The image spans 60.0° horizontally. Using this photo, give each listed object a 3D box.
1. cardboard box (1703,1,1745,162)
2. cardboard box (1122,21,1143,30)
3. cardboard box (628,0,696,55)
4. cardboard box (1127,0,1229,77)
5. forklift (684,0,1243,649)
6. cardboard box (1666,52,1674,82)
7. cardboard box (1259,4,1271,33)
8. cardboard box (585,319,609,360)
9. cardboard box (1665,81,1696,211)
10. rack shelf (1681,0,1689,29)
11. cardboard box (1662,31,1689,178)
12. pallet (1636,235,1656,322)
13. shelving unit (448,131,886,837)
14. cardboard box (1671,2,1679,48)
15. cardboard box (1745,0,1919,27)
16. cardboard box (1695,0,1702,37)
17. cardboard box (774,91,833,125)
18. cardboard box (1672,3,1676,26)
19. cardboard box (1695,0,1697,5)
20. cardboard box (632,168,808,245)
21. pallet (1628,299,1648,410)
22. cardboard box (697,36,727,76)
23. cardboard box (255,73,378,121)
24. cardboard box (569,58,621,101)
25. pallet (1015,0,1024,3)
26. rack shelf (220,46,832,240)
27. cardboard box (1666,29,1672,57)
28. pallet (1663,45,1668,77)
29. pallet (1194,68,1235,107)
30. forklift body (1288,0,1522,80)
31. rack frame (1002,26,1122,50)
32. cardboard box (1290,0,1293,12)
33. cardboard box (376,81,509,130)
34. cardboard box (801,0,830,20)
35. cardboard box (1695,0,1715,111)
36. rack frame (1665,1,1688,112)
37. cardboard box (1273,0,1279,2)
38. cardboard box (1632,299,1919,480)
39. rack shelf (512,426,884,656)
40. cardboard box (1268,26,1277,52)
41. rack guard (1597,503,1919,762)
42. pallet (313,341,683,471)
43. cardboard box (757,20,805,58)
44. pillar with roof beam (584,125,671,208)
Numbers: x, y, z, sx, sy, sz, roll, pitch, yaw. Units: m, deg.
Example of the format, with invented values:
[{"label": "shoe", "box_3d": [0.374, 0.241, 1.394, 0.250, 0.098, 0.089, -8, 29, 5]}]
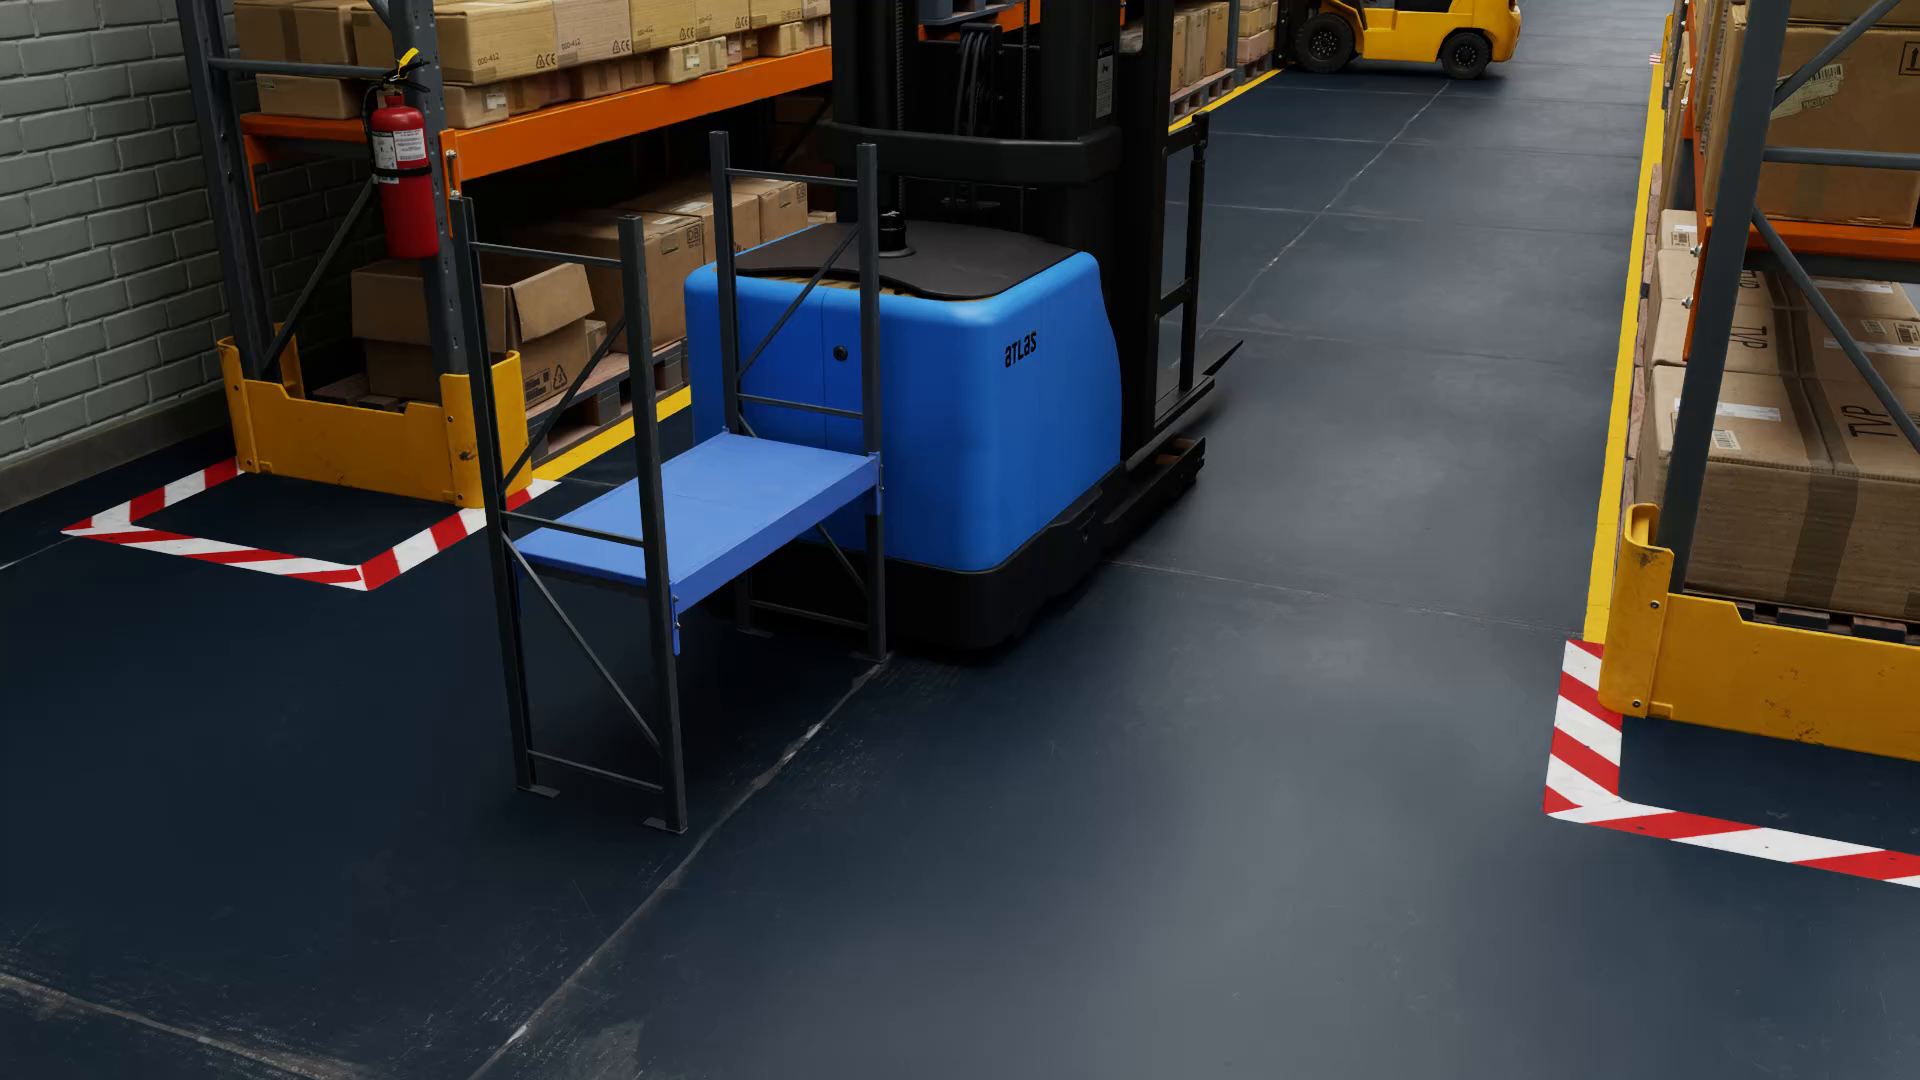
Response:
[{"label": "cardboard box", "box_3d": [2.519, -1.332, 4.917, 0.500, 0.500, 0.500, 8, 24, 19]}, {"label": "cardboard box", "box_3d": [1.226, -4.024, 14.028, 0.875, 0.625, 0.625, 10, 25, 22]}, {"label": "cardboard box", "box_3d": [-1.434, -2.161, 6.841, 0.500, 0.250, 0.500, 8, 24, 19]}, {"label": "cardboard box", "box_3d": [2.049, -4.811, 15.912, 0.875, 0.625, 0.625, 10, 25, 22]}, {"label": "forklift", "box_3d": [0.275, -1.569, 5.704, 1.130, 2.935, 3.031, 11, 25, 24]}, {"label": "cardboard box", "box_3d": [6.812, -4.367, 15.335, 0.500, 0.250, 0.500, 10, 25, 22]}, {"label": "cardboard box", "box_3d": [2.884, -5.366, 17.079, 0.500, 0.250, 0.500, 9, 24, 20]}, {"label": "cardboard box", "box_3d": [-1.716, -0.837, 7.016, 0.380, 0.149, 0.250, 8, 24, 18]}, {"label": "cardboard box", "box_3d": [4.027, -1.776, 8.321, 0.875, 0.875, 0.875, 10, 25, 22]}, {"label": "rack shelf", "box_3d": [6.099, -4.144, 12.713, 1.077, 0.370, 4.000, 9, 24, 20]}, {"label": "cardboard box", "box_3d": [5.023, -2.739, 10.626, 0.875, 0.875, 0.875, 9, 24, 20]}, {"label": "pallet", "box_3d": [4.087, -1.329, 8.658, 1.003, 0.211, 1.213, 9, 24, 20]}, {"label": "shelving unit", "box_3d": [-0.671, -0.197, 4.276, 0.538, 1.500, 1.048, 11, 25, 24]}, {"label": "cardboard box", "box_3d": [7.000, -4.895, 15.627, 0.500, 0.500, 0.500, 9, 24, 21]}, {"label": "cardboard box", "box_3d": [2.343, -1.612, 4.290, 0.500, 0.500, 0.500, 10, 25, 22]}, {"label": "cardboard box", "box_3d": [3.994, -2.639, 8.370, 0.500, 0.250, 0.500, 8, 24, 19]}, {"label": "cardboard box", "box_3d": [-0.870, -2.551, 9.822, 0.380, 0.149, 0.250, 8, 24, 18]}, {"label": "cardboard box", "box_3d": [7.573, -5.449, 16.953, 0.500, 0.500, 0.500, 8, 24, 18]}, {"label": "cardboard box", "box_3d": [4.767, -3.366, 10.111, 0.500, 0.250, 0.500, 8, 24, 19]}, {"label": "cardboard box", "box_3d": [-1.171, -1.524, 8.206, 0.700, 0.500, 0.500, 8, 24, 18]}, {"label": "pallet", "box_3d": [3.516, -0.781, 7.347, 1.003, 0.211, 1.213, 9, 24, 20]}, {"label": "cardboard box", "box_3d": [-1.245, -2.120, 7.260, 0.380, 0.149, 0.250, 9, 24, 21]}, {"label": "cardboard box", "box_3d": [-2.351, -1.648, 6.130, 0.380, 0.149, 0.250, 8, 24, 19]}, {"label": "cardboard box", "box_3d": [-1.581, -1.848, 6.608, 0.380, 0.149, 0.250, 10, 25, 22]}, {"label": "pallet", "box_3d": [0.029, -3.685, 10.928, 1.003, 0.211, 1.213, 9, 24, 20]}, {"label": "rack shelf", "box_3d": [-1.482, -1.991, 7.557, 1.077, 0.370, 4.000, 9, 24, 20]}, {"label": "cardboard box", "box_3d": [7.575, -5.118, 17.133, 0.500, 0.250, 0.500, 10, 25, 22]}, {"label": "pallet", "box_3d": [7.965, -5.024, 17.503, 1.003, 0.211, 1.213, 9, 24, 20]}, {"label": "pallet", "box_3d": [1.995, -4.345, 15.879, 1.003, 0.211, 1.213, 9, 24, 20]}, {"label": "forklift body", "box_3d": [4.708, -6.001, 17.326, 2.313, 2.155, 1.214, 9, 24, 20]}, {"label": "rack frame", "box_3d": [0.747, -4.470, 12.559, 1.000, 3.000, 0.127, 9, 24, 20]}, {"label": "cardboard box", "box_3d": [3.459, -5.904, 18.366, 0.500, 0.250, 0.500, 8, 24, 19]}, {"label": "cardboard box", "box_3d": [-1.848, -1.569, 5.941, 0.380, 0.149, 0.250, 9, 24, 20]}, {"label": "cardboard box", "box_3d": [-0.874, -2.708, 8.149, 0.500, 0.250, 0.500, 9, 24, 20]}, {"label": "cardboard box", "box_3d": [3.072, -1.888, 6.249, 0.500, 0.500, 0.500, 9, 24, 20]}, {"label": "rack frame", "box_3d": [6.842, -5.192, 14.288, 1.000, 3.000, 0.127, 9, 24, 20]}, {"label": "cardboard box", "box_3d": [3.077, -5.777, 17.414, 0.500, 0.250, 0.500, 10, 25, 22]}, {"label": "cardboard box", "box_3d": [2.869, -0.488, 5.807, 0.875, 0.438, 0.875, 9, 24, 21]}, {"label": "rack shelf", "box_3d": [-0.671, -0.031, 4.345, 0.538, 0.185, 1.000, 11, 25, 24]}, {"label": "cardboard box", "box_3d": [3.070, -5.322, 17.622, 0.500, 0.250, 0.500, 9, 24, 21]}, {"label": "rack guard", "box_3d": [2.376, 0.264, 4.468, 1.175, 0.500, 0.348, 9, 24, 20]}, {"label": "pallet", "box_3d": [-1.902, -0.633, 6.991, 1.003, 0.211, 1.213, 9, 24, 20]}, {"label": "cardboard box", "box_3d": [-0.965, -2.394, 7.915, 0.380, 0.149, 0.250, 8, 24, 19]}, {"label": "pillar with roof beam", "box_3d": [2.162, -5.070, 6.213, 9.100, 9.000, 0.400, 9, 24, 20]}]
